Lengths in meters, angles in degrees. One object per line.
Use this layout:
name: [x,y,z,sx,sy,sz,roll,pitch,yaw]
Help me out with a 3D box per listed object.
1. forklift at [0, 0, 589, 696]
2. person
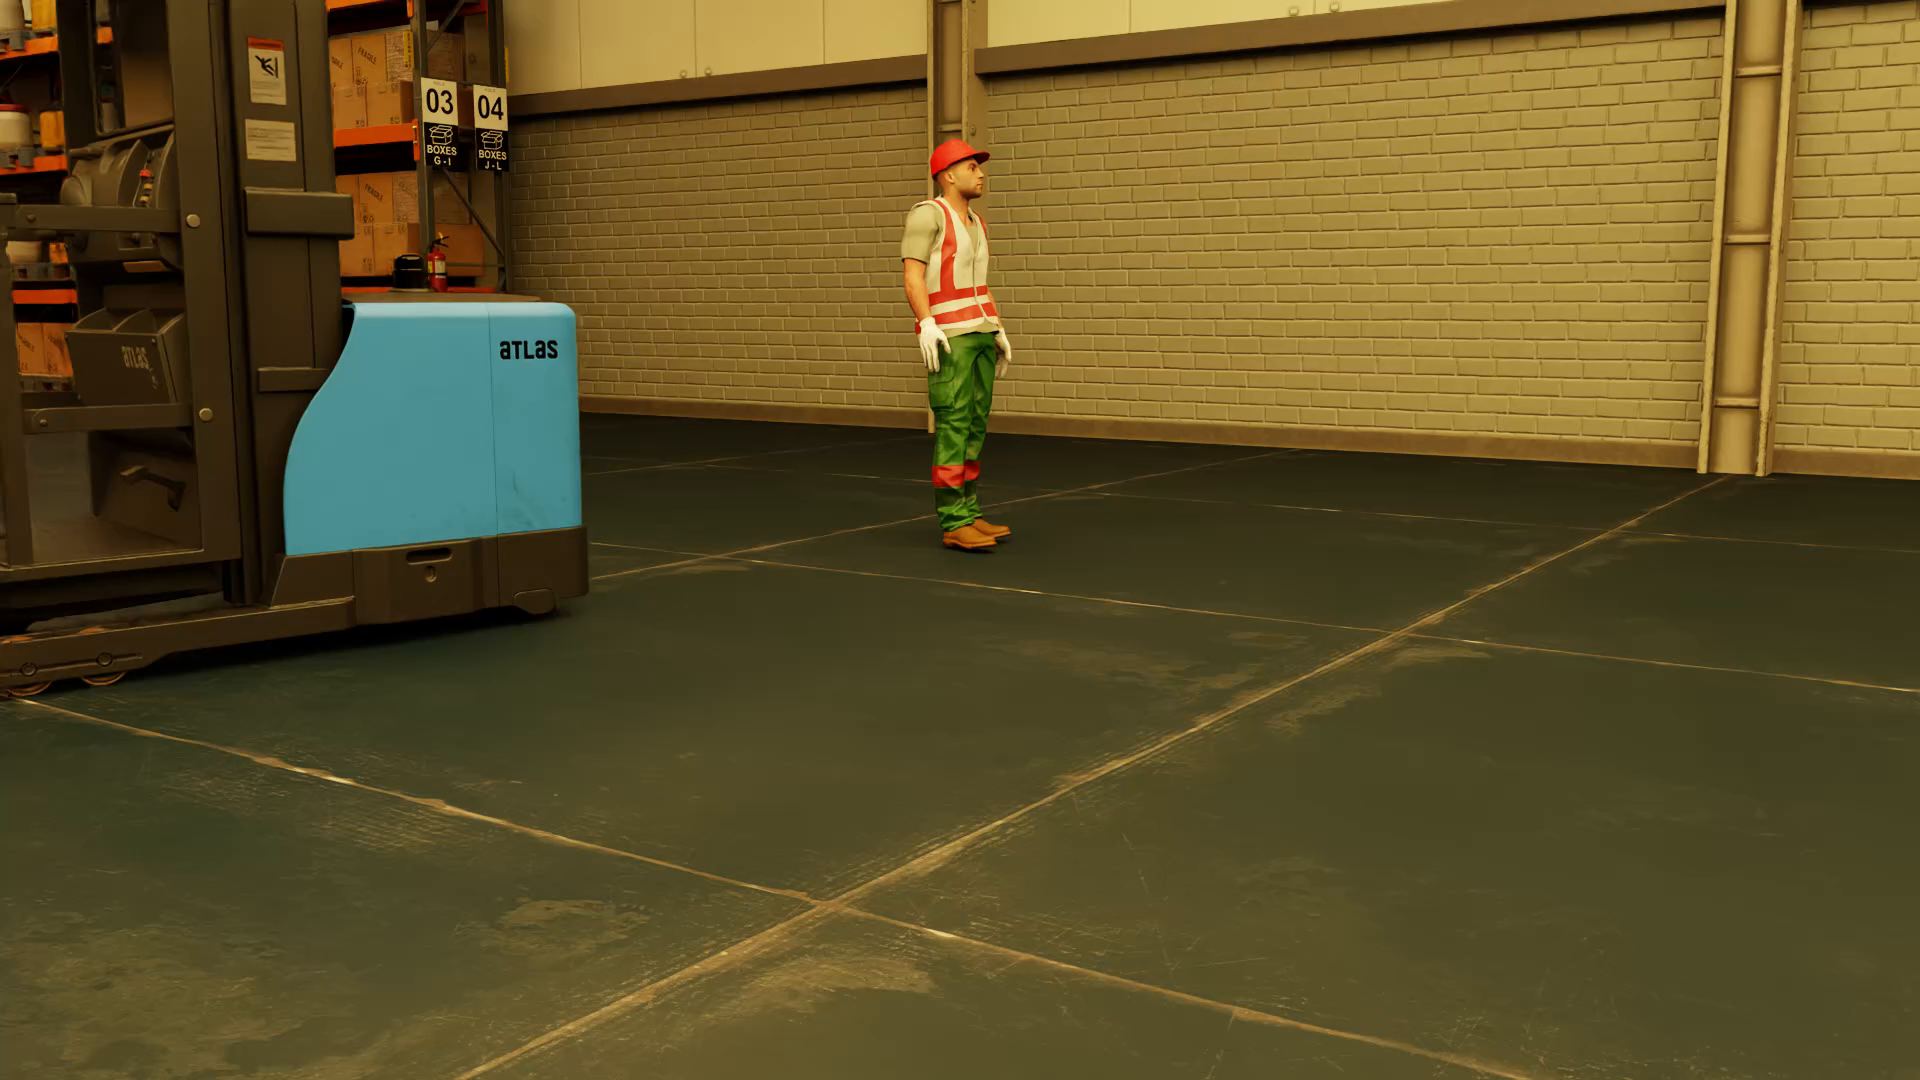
forklift: [-2.718,-1.103,4.946,3.031,2.935,1.130,-7,11,-42]
person: [0.059,-0.885,7.422,0.564,1.787,0.637,5,10,34]
